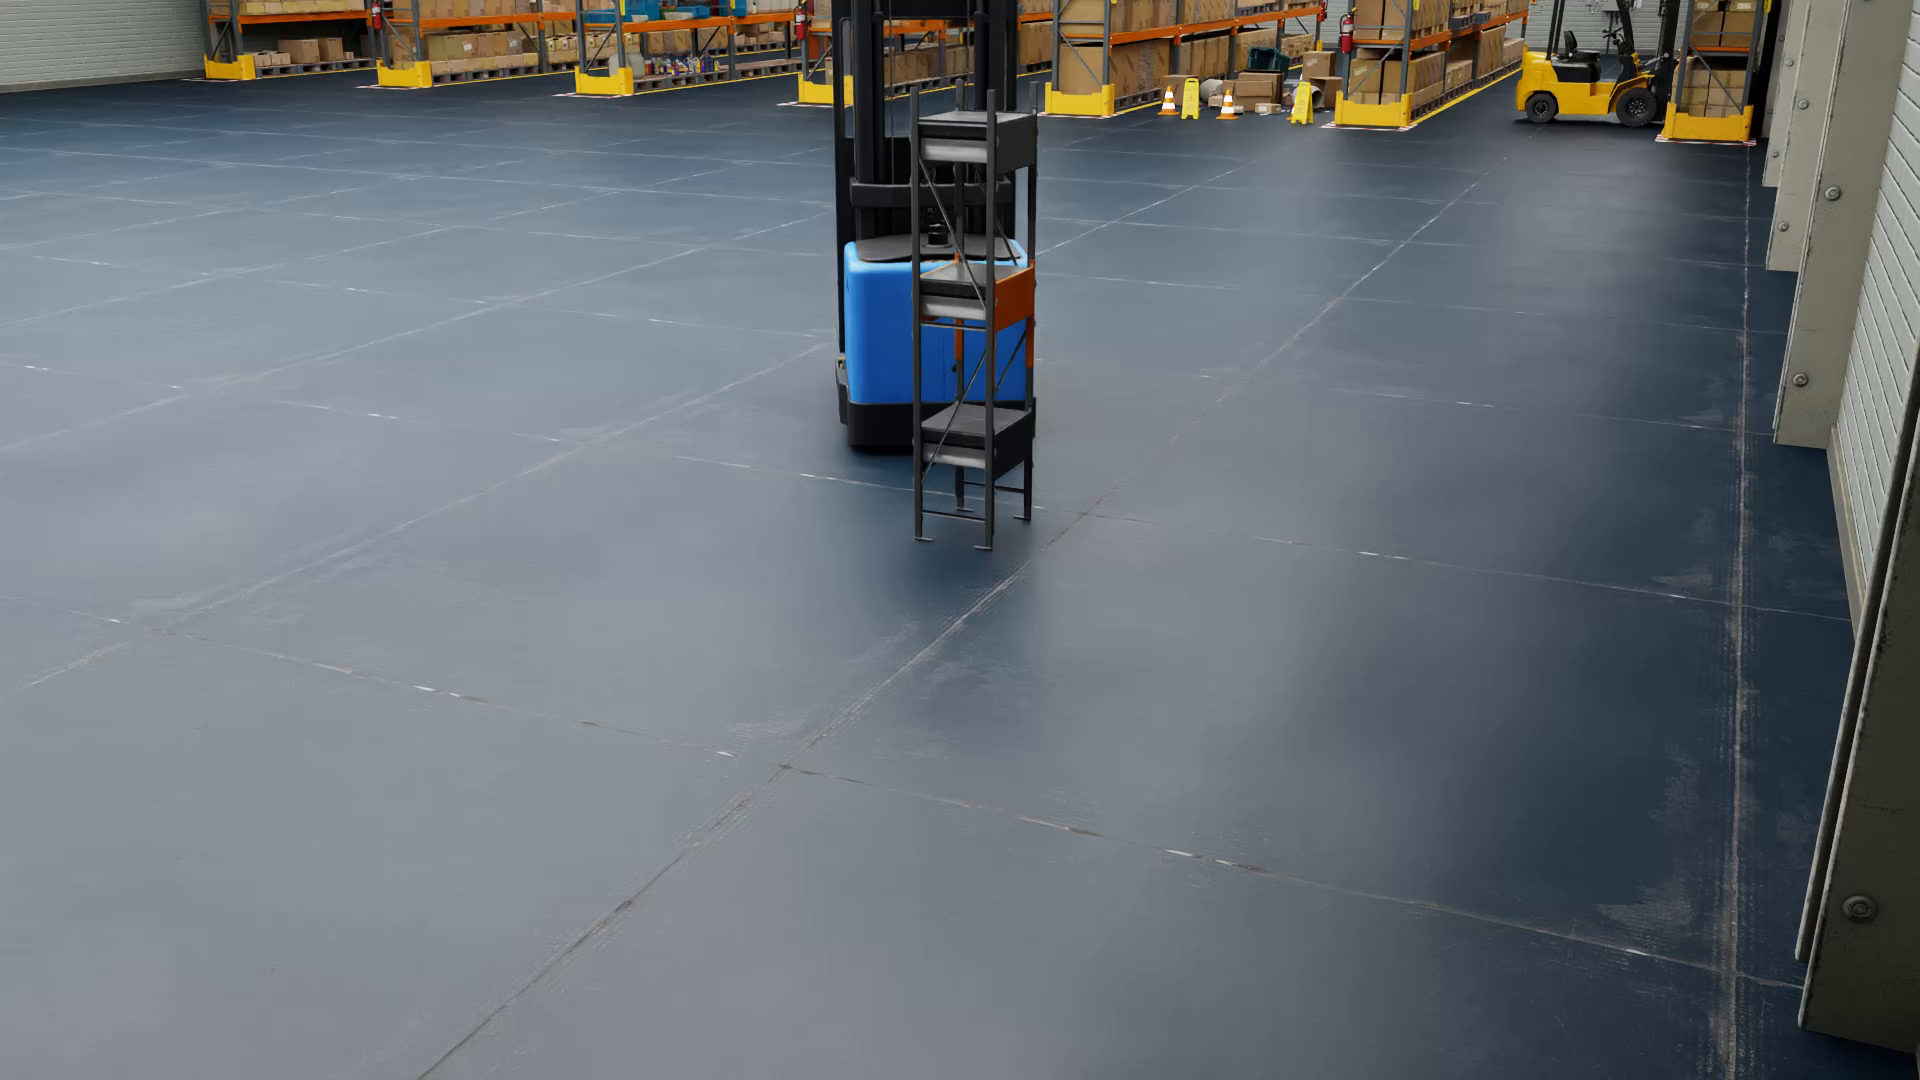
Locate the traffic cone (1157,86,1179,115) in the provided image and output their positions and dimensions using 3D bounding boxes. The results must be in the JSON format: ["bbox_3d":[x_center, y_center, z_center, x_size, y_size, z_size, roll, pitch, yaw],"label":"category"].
[{"bbox_3d":[3.572,-7.520,28.424,0.336,0.463,0.334,9,21,23],"label":"traffic cone"}]

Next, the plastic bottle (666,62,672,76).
[{"bbox_3d":[-5.917,-9.572,33.823,0.097,0.271,0.097,0,20,0],"label":"plastic bottle"}]

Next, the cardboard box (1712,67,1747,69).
[{"bbox_3d":[11.717,-7.067,25.349,0.500,0.250,0.500,9,21,23],"label":"cardboard box"}]

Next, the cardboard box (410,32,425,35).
[{"bbox_3d":[-13.646,-12.293,41.133,0.700,0.500,0.500,9,21,23],"label":"cardboard box"}]

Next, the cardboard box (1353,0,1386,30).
[{"bbox_3d":[6.587,-8.491,26.774,0.500,0.500,0.500,8,21,22],"label":"cardboard box"}]

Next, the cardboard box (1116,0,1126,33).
[{"bbox_3d":[2.375,-9.109,28.883,0.875,0.550,0.550,9,21,23],"label":"cardboard box"}]

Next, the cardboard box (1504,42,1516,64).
[{"bbox_3d":[12.251,-11.210,38.209,0.875,0.438,0.875,8,21,21],"label":"cardboard box"}]

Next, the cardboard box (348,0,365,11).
[{"bbox_3d":[-14.261,-12.474,38.760,0.500,0.250,0.500,9,21,23],"label":"cardboard box"}]

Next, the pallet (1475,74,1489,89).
[{"bbox_3d":[10.284,-9.462,34.260,1.003,0.211,1.213,9,21,23],"label":"pallet"}]

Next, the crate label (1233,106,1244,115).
[{"bbox_3d":[4.729,-7.357,28.450,0.250,0.136,0.298,-2,20,-5],"label":"crate label"}]

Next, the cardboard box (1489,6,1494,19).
[{"bbox_3d":[10.736,-10.909,34.390,0.500,0.250,0.500,9,22,24],"label":"cardboard box"}]

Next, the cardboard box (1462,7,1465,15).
[{"bbox_3d":[9.172,-9.848,30.932,0.380,0.149,0.250,9,21,23],"label":"cardboard box"}]

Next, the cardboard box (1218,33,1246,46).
[{"bbox_3d":[5.838,-10.745,35.689,0.500,0.250,0.500,8,21,20],"label":"cardboard box"}]

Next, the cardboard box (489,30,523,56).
[{"bbox_3d":[-10.029,-10.975,36.711,0.500,0.500,0.500,9,21,23],"label":"cardboard box"}]

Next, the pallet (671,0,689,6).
[{"bbox_3d":[-7.393,-13.770,42.498,1.003,0.211,1.213,9,21,23],"label":"pallet"}]

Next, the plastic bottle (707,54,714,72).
[{"bbox_3d":[-5.306,-10.085,35.145,0.144,0.351,0.185,8,21,21],"label":"plastic bottle"}]

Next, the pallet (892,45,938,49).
[{"bbox_3d":[-1.266,-13.098,44.483,1.003,0.211,1.213,9,21,23],"label":"pallet"}]

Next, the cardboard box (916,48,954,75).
[{"bbox_3d":[-0.516,-9.896,34.394,0.700,0.500,0.500,7,21,19],"label":"cardboard box"}]

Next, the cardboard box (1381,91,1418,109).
[{"bbox_3d":[7.199,-7.211,27.244,0.500,0.250,0.500,8,21,22],"label":"cardboard box"}]

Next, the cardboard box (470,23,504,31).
[{"bbox_3d":[-12.285,-13.336,43.572,0.750,0.750,0.750,8,21,22],"label":"cardboard box"}]

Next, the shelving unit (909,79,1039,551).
[{"bbox_3d":[0.068,-1.040,7.759,0.431,2.100,0.503,9,21,23],"label":"shelving unit"}]

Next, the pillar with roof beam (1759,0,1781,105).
[{"bbox_3d":[10.783,-12.760,30.419,9.100,9.000,0.400,9,21,23],"label":"pillar with roof beam"}]

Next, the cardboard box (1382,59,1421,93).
[{"bbox_3d":[7.208,-7.571,27.139,0.500,0.500,0.500,8,21,21],"label":"cardboard box"}]

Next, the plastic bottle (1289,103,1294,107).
[{"bbox_3d":[6.015,-7.801,29.812,0.133,0.061,0.283,13,23,32],"label":"plastic bottle"}]

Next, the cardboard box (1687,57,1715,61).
[{"bbox_3d":[12.300,-7.911,27.722,0.500,0.250,0.500,8,21,22],"label":"cardboard box"}]

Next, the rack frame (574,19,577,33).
[{"bbox_3d":[-11.068,-15.167,46.139,1.000,3.000,0.127,9,21,23],"label":"rack frame"}]

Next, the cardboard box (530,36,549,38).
[{"bbox_3d":[-9.711,-11.532,38.559,0.500,0.311,0.500,9,22,24],"label":"cardboard box"}]

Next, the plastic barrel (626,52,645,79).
[{"bbox_3d":[-6.539,-9.530,33.374,0.421,0.512,0.421,0,20,0],"label":"plastic barrel"}]

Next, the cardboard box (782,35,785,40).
[{"bbox_3d":[-5.155,-14.272,47.195,0.380,0.166,0.250,9,21,23],"label":"cardboard box"}]

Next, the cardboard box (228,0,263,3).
[{"bbox_3d":[-15.512,-11.895,36.015,0.500,0.500,0.500,9,21,23],"label":"cardboard box"}]

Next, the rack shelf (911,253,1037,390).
[{"bbox_3d":[0.068,-1.027,7.764,0.431,0.518,0.480,9,21,23],"label":"rack shelf"}]

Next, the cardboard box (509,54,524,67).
[{"bbox_3d":[-10.027,-10.622,36.836,0.500,0.250,0.500,9,21,23],"label":"cardboard box"}]

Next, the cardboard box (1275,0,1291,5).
[{"bbox_3d":[7.405,-12.720,38.667,0.500,0.500,0.500,8,21,22],"label":"cardboard box"}]

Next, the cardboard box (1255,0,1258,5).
[{"bbox_3d":[6.351,-11.867,36.609,0.380,0.149,0.250,8,21,21],"label":"cardboard box"}]

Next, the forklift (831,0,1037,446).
[{"bbox_3d":[-0.232,-2.351,10.206,1.130,2.935,3.031,-2,20,-5],"label":"forklift"}]

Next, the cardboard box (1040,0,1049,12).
[{"bbox_3d":[1.714,-12.378,38.149,0.500,0.500,0.500,8,21,22],"label":"cardboard box"}]

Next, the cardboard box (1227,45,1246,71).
[{"bbox_3d":[5.857,-10.395,35.825,0.500,0.500,0.500,8,21,20],"label":"cardboard box"}]

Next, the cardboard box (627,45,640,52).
[{"bbox_3d":[-8.178,-11.973,40.637,0.500,0.250,0.500,9,22,24],"label":"cardboard box"}]

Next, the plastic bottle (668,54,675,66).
[{"bbox_3d":[-6.092,-10.073,35.114,0.144,0.351,0.185,8,21,20],"label":"plastic bottle"}]

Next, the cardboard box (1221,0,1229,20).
[{"bbox_3d":[5.190,-10.914,34.031,0.500,0.500,0.500,9,21,23],"label":"cardboard box"}]

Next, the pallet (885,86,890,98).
[{"bbox_3d":[-2.029,-8.412,31.308,1.003,0.211,1.213,9,21,23],"label":"pallet"}]

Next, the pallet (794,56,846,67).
[{"bbox_3d":[-3.383,-11.517,40.039,1.003,0.211,1.213,9,21,23],"label":"pallet"}]

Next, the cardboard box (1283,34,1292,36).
[{"bbox_3d":[8.083,-12.560,41.548,0.380,0.149,0.250,9,21,24],"label":"cardboard box"}]

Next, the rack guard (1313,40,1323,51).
[{"bbox_3d":[8.579,-12.438,42.197,1.175,0.500,0.348,9,21,23],"label":"rack guard"}]

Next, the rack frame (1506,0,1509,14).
[{"bbox_3d":[11.530,-11.768,36.582,1.000,3.000,0.127,9,21,23],"label":"rack frame"}]

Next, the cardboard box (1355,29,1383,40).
[{"bbox_3d":[6.574,-8.125,26.713,0.380,0.149,0.250,9,22,25],"label":"cardboard box"}]

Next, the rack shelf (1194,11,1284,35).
[{"bbox_3d":[6.154,-11.466,36.807,1.077,0.370,4.000,9,21,23],"label":"rack shelf"}]

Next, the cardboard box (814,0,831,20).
[{"bbox_3d":[-2.175,-9.811,30.486,0.875,0.500,0.500,9,21,23],"label":"cardboard box"}]

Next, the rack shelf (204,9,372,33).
[{"bbox_3d":[-15.163,-11.771,37.664,1.077,0.370,4.000,9,21,23],"label":"rack shelf"}]
